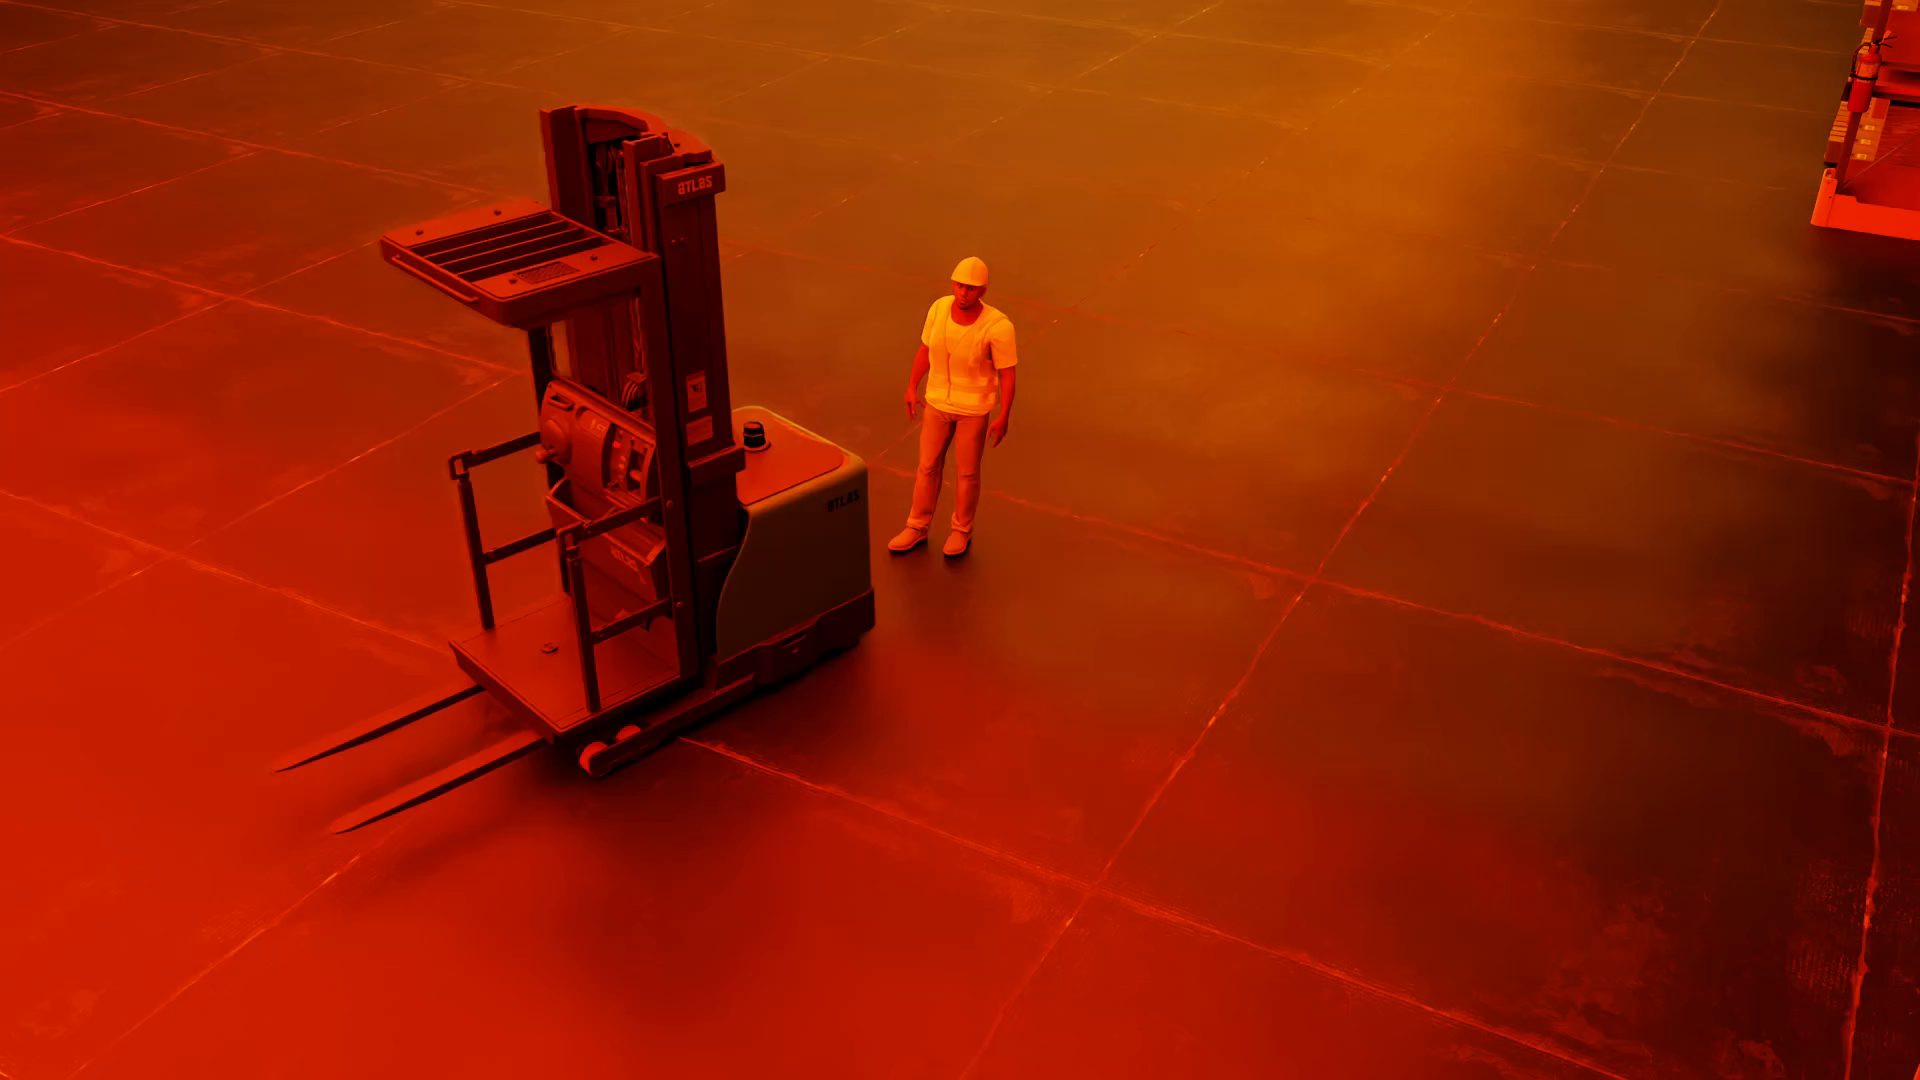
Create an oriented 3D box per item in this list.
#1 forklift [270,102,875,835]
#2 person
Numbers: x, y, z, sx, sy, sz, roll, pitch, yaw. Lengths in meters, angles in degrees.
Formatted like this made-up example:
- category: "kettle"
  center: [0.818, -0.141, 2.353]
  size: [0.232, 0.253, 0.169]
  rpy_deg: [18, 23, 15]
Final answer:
- category: "forklift"
  center: [-1.881, -0.422, 7.802]
  size: [3.031, 2.935, 1.130]
  rpy_deg: [-25, 38, -36]
- category: "person"
  center: [-0.038, -0.742, 9.507]
  size: [0.666, 1.768, 0.575]
  rpy_deg: [15, 33, 25]
